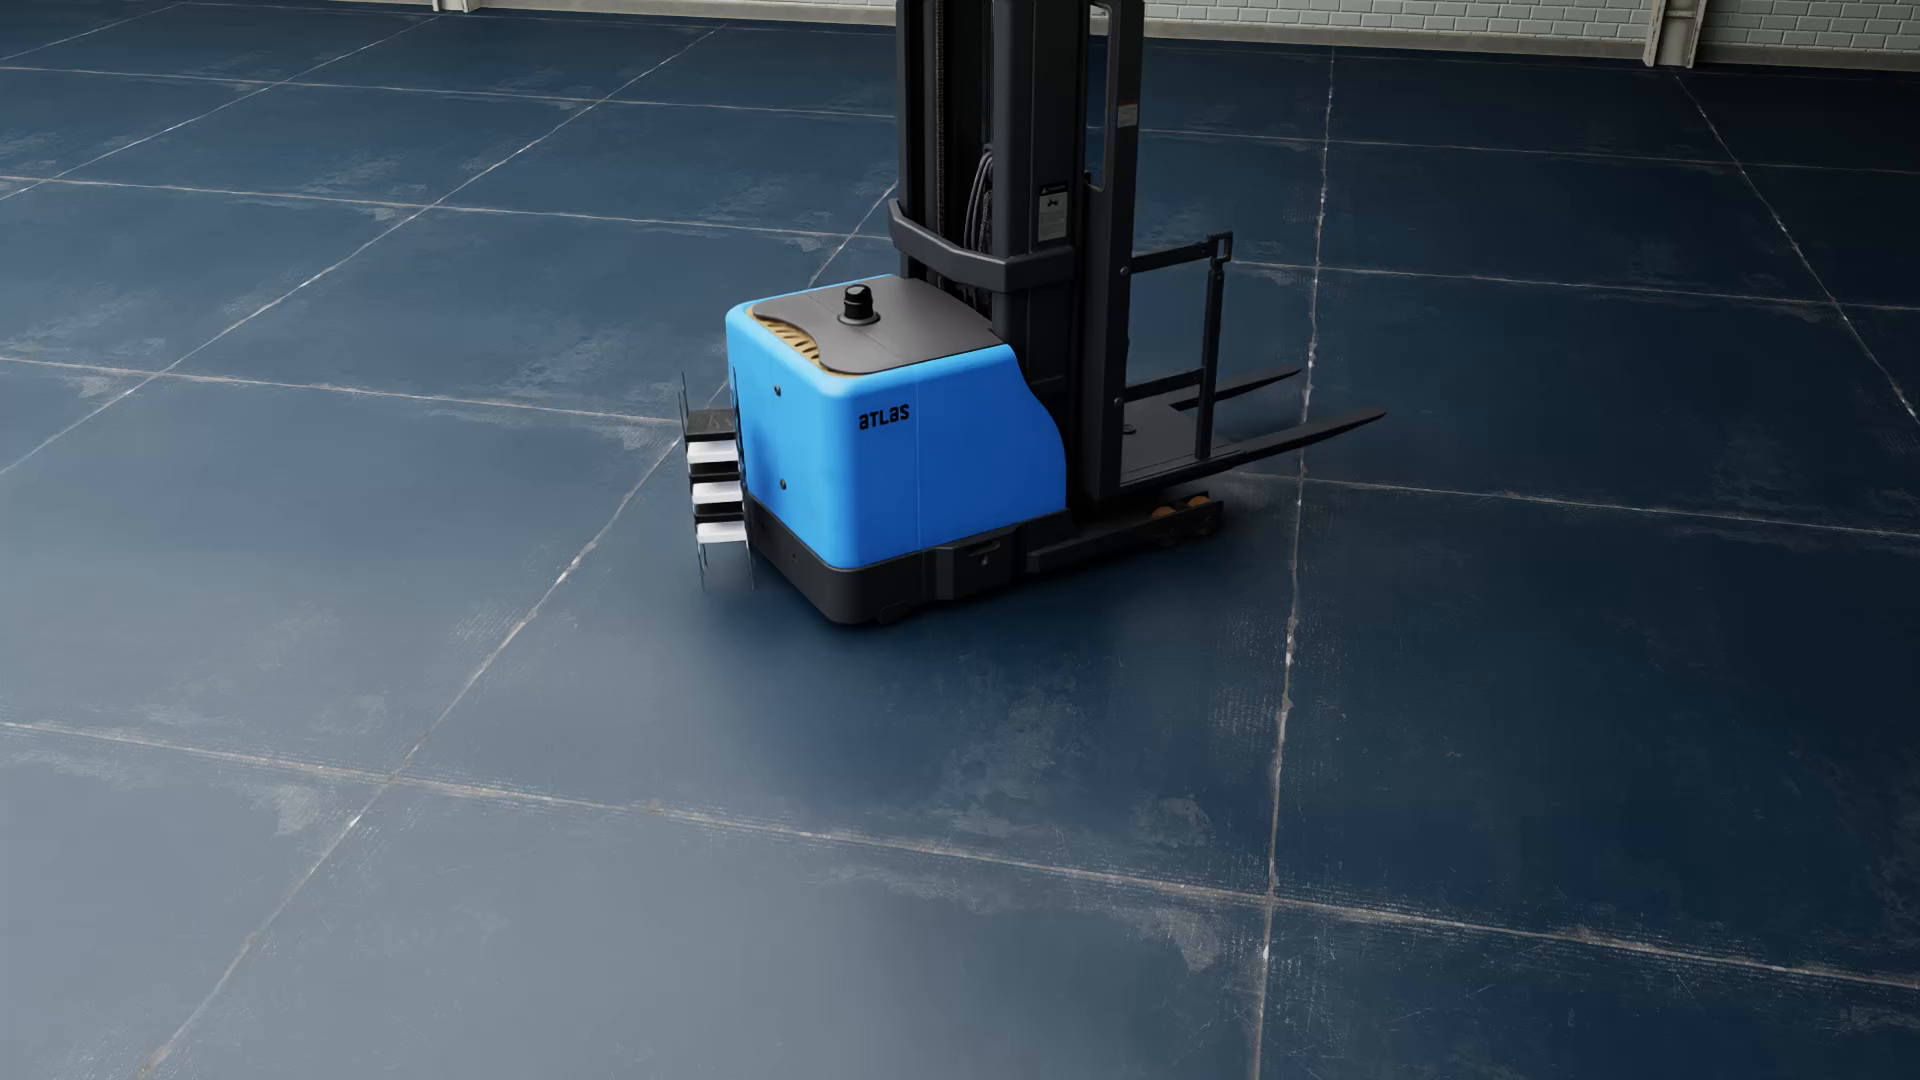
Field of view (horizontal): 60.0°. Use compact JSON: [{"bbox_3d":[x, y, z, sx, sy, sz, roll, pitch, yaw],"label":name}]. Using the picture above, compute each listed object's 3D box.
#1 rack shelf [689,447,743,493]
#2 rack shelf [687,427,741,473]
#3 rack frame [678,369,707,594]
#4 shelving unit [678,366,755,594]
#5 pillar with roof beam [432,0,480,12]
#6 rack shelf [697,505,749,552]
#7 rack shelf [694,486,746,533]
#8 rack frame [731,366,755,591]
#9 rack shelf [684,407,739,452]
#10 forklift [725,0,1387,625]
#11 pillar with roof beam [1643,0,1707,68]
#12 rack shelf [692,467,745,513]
[{"bbox_3d":[-0.980,-0.286,6.710,0.200,0.077,0.258,-4,29,-3],"label":"rack shelf"},{"bbox_3d":[-0.983,-0.365,6.667,0.200,0.077,0.258,-4,29,-3],"label":"rack shelf"},{"bbox_3d":[-1.080,-0.230,6.731,0.006,0.900,0.240,-4,29,-3],"label":"rack frame"},{"bbox_3d":[-0.978,-0.237,6.737,0.210,0.900,0.258,-4,29,-3],"label":"shelving unit"},{"bbox_3d":[-6.160,-7.491,11.562,0.400,9.000,9.100,6,29,11],"label":"pillar with roof beam"},{"bbox_3d":[-0.971,-0.049,6.839,0.200,0.077,0.258,-4,29,-3],"label":"rack shelf"},{"bbox_3d":[-0.974,-0.128,6.796,0.200,0.077,0.258,-4,29,-3],"label":"rack shelf"},{"bbox_3d":[-0.877,-0.243,6.743,0.006,0.900,0.240,-4,29,-3],"label":"rack frame"},{"bbox_3d":[-0.986,-0.444,6.623,0.200,0.077,0.258,-4,29,-3],"label":"rack shelf"},{"bbox_3d":[0.561,-1.463,6.870,3.031,2.935,1.130,-16,33,-27],"label":"forklift"},{"bbox_3d":[5.575,-6.287,9.364,0.400,9.000,9.100,6,29,11],"label":"pillar with roof beam"},{"bbox_3d":[-0.977,-0.207,6.753,0.200,0.077,0.258,-4,29,-3],"label":"rack shelf"}]
